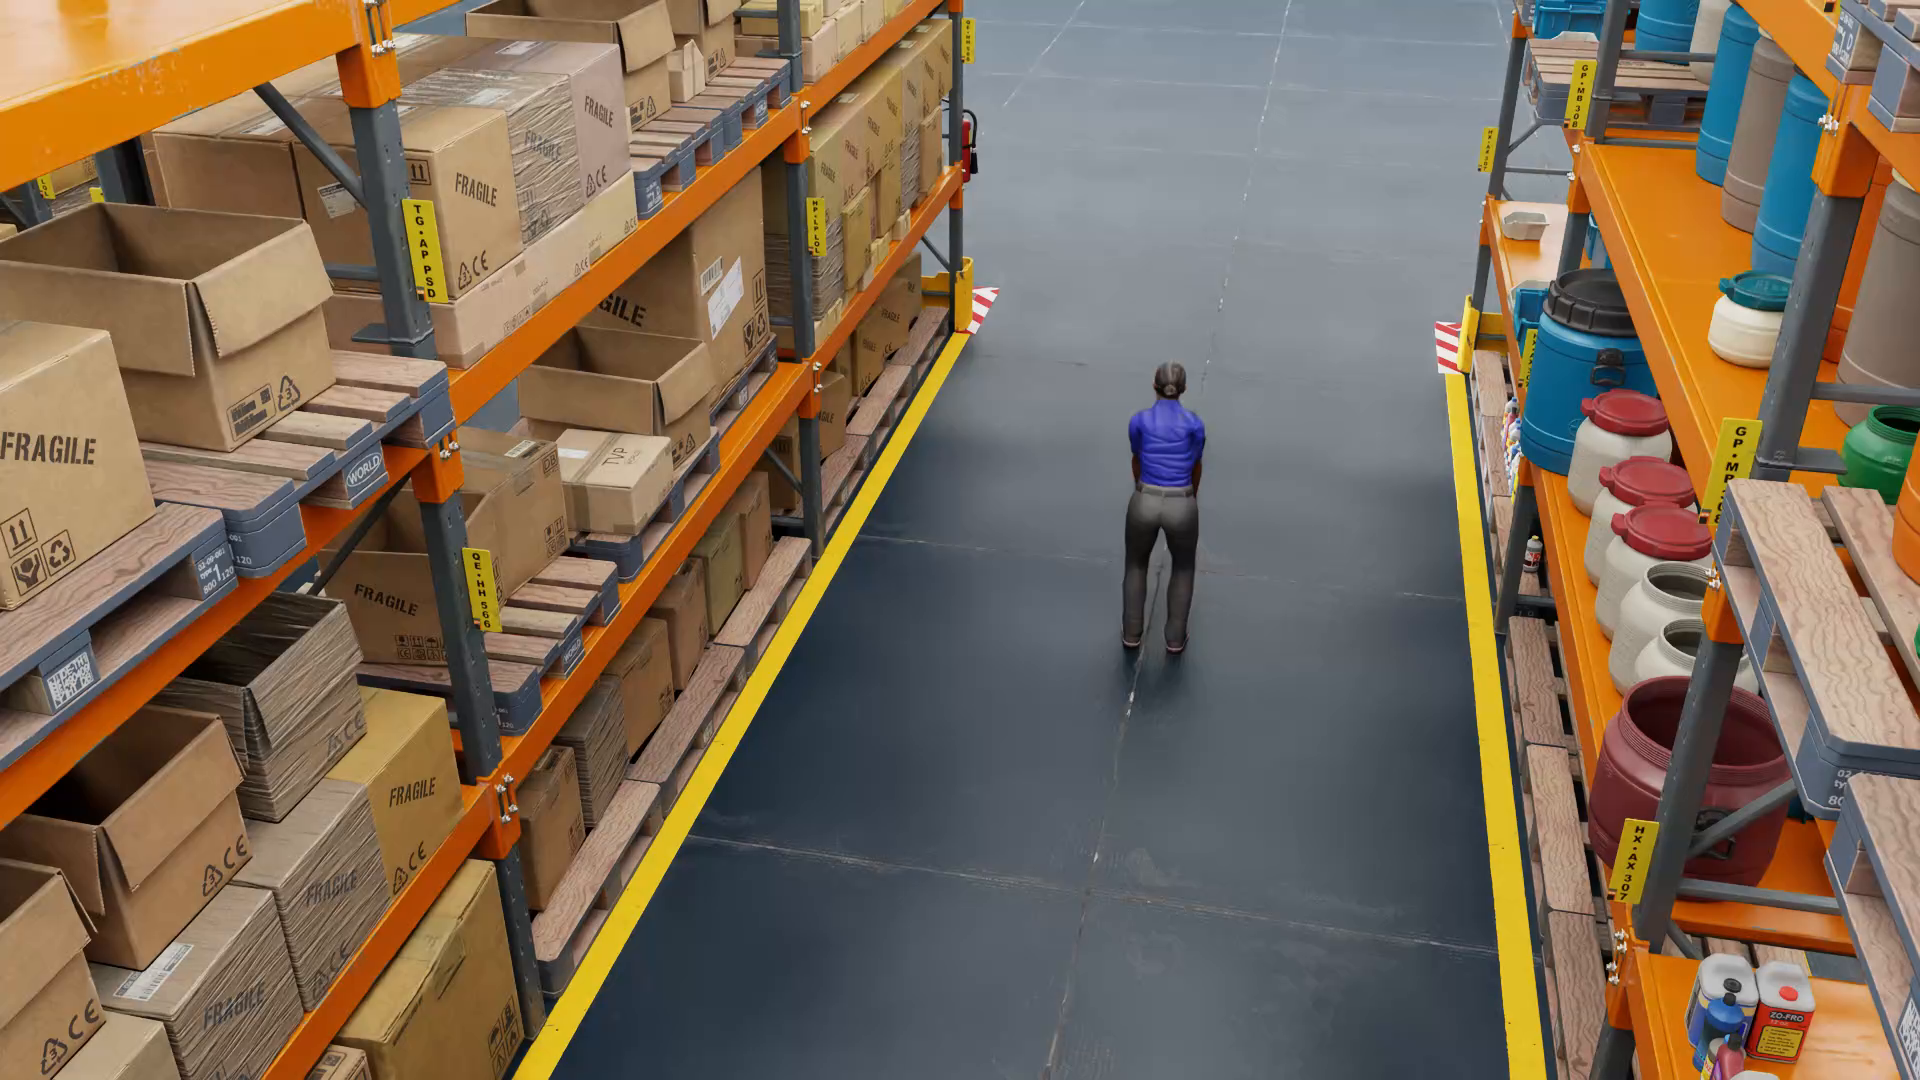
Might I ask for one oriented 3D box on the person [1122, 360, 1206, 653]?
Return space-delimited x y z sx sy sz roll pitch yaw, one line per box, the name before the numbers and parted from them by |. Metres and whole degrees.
person | 1.098 -0.191 9.010 0.413 1.621 0.552 5 29 10
